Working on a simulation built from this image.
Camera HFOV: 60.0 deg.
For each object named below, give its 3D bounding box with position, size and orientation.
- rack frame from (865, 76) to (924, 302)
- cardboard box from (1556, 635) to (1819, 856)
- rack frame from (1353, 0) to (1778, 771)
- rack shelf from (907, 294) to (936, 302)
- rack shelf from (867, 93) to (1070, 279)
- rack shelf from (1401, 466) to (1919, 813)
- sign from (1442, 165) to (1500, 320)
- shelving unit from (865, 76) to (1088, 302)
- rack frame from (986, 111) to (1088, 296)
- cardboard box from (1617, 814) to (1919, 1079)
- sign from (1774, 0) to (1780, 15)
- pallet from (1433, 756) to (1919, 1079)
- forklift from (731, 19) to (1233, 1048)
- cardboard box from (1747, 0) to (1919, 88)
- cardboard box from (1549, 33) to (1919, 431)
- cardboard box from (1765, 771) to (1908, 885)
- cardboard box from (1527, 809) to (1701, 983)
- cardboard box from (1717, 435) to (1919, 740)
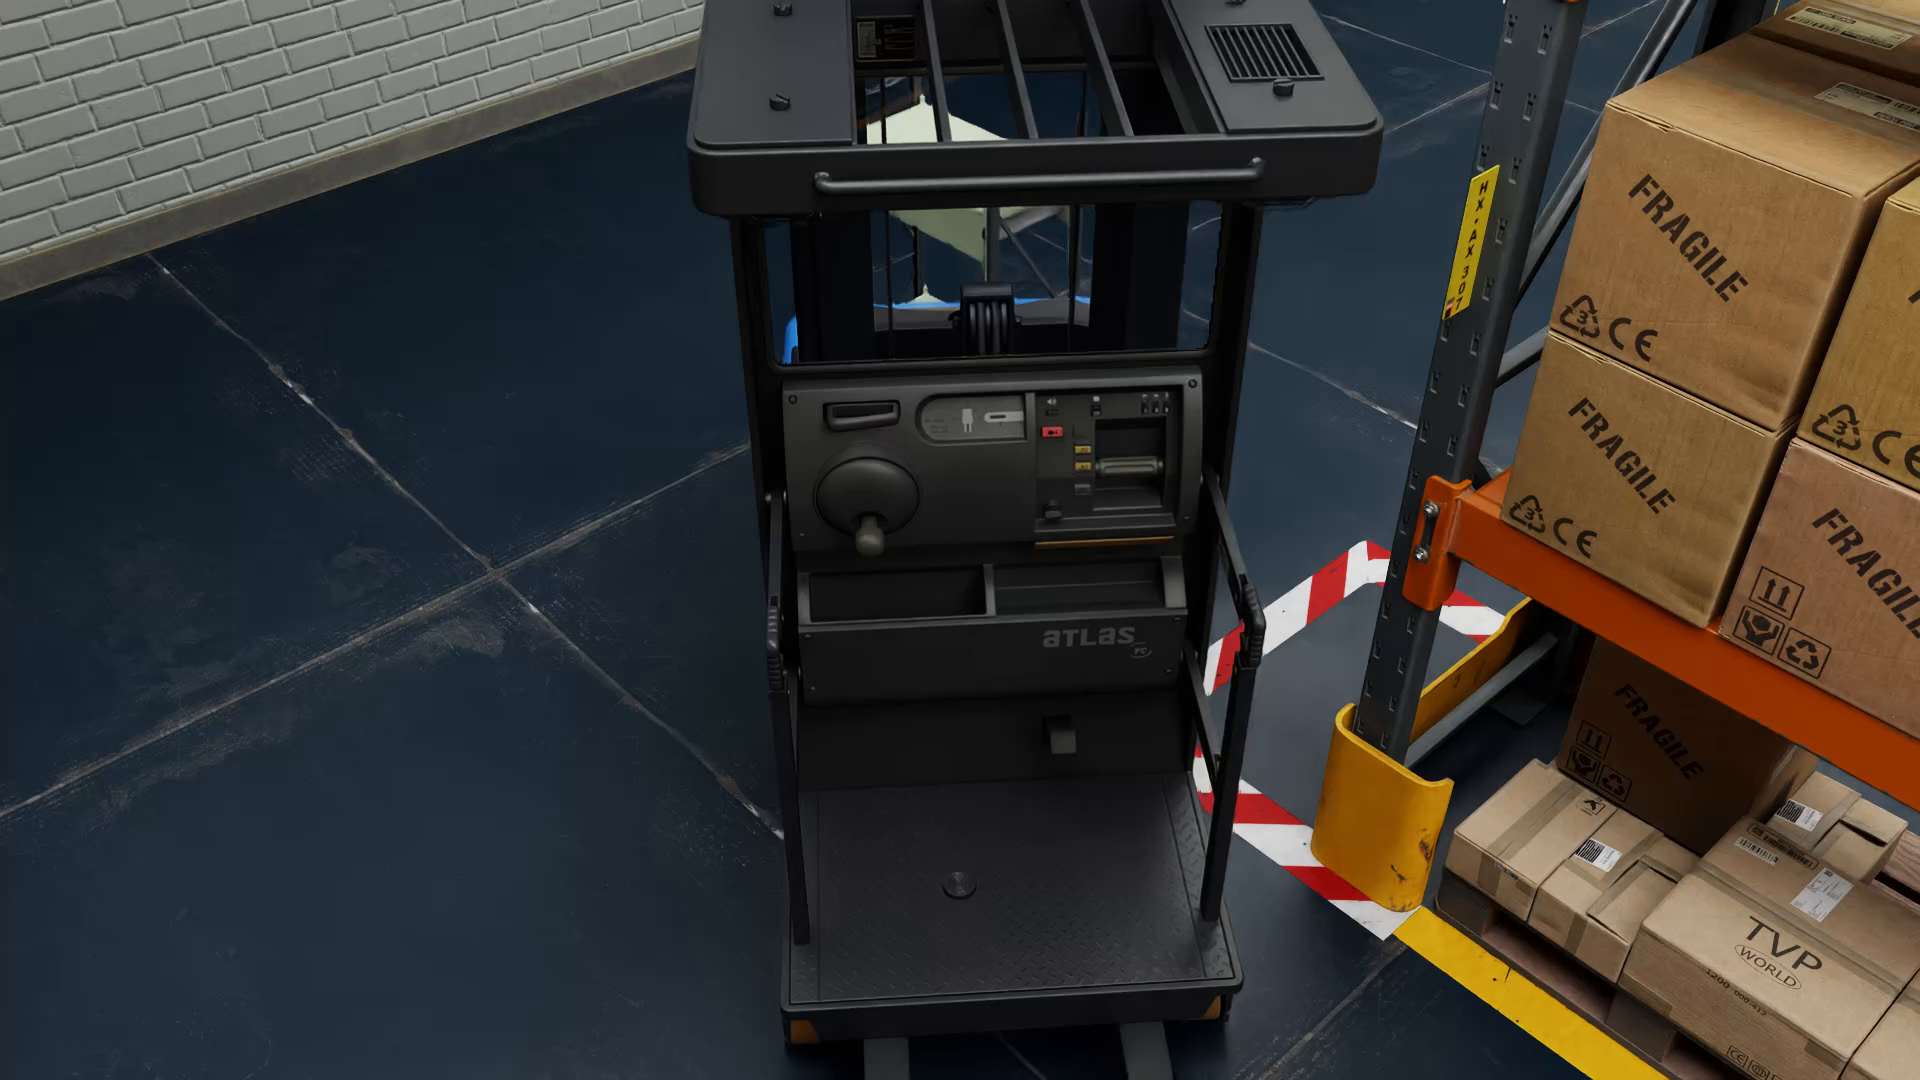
[{"bbox_3d":[-0.279,-0.935,5.714,0.400,1.500,0.023,-31,48,-33],"label":"rack frame"},{"bbox_3d":[2.003,0.444,4.452,0.500,0.500,0.500,-30,48,-32],"label":"cardboard box"},{"bbox_3d":[1.453,-0.504,3.987,1.000,3.000,0.127,-30,48,-32],"label":"rack frame"},{"bbox_3d":[-0.025,-0.592,5.652,0.368,0.124,0.686,-31,48,-33],"label":"rack shelf"},{"bbox_3d":[-0.025,-1.073,5.264,0.431,0.370,0.720,-31,48,-33],"label":"rack shelf"},{"bbox_3d":[2.806,0.701,3.067,1.077,0.370,4.000,-30,48,-32],"label":"rack shelf"},{"bbox_3d":[1.054,-0.610,3.429,0.100,0.325,0.005,-30,48,-32],"label":"sign"},{"bbox_3d":[-0.025,-0.769,5.509,0.431,1.500,0.755,-31,48,-33],"label":"shelving unit"},{"bbox_3d":[0.228,-0.603,5.303,0.400,1.500,0.023,-31,48,-33],"label":"rack frame"},{"bbox_3d":[1.950,0.998,3.965,0.500,0.250,0.500,-30,48,-32],"label":"cardboard box"},{"bbox_3d":[1.876,-1.304,3.804,0.100,0.325,0.005,-30,48,-32],"label":"sign"},{"bbox_3d":[2.045,0.985,4.363,1.003,0.211,1.213,-30,48,-32],"label":"pallet"},{"bbox_3d":[0.094,-0.097,3.537,1.130,2.935,3.031,-3,39,-3],"label":"forklift"},{"bbox_3d":[1.957,-0.843,3.531,0.500,0.500,0.500,-30,48,-32],"label":"cardboard box"},{"bbox_3d":[1.559,-0.615,3.248,0.500,0.500,0.500,-28,47,-31],"label":"cardboard box"},{"bbox_3d":[2.210,0.800,4.277,0.380,0.166,0.250,-30,48,-32],"label":"cardboard box"},{"bbox_3d":[1.653,0.883,4.175,0.380,0.166,0.250,-30,48,-32],"label":"cardboard box"},{"bbox_3d":[1.912,0.011,3.270,0.500,0.500,0.500,-30,48,-32],"label":"cardboard box"}]
